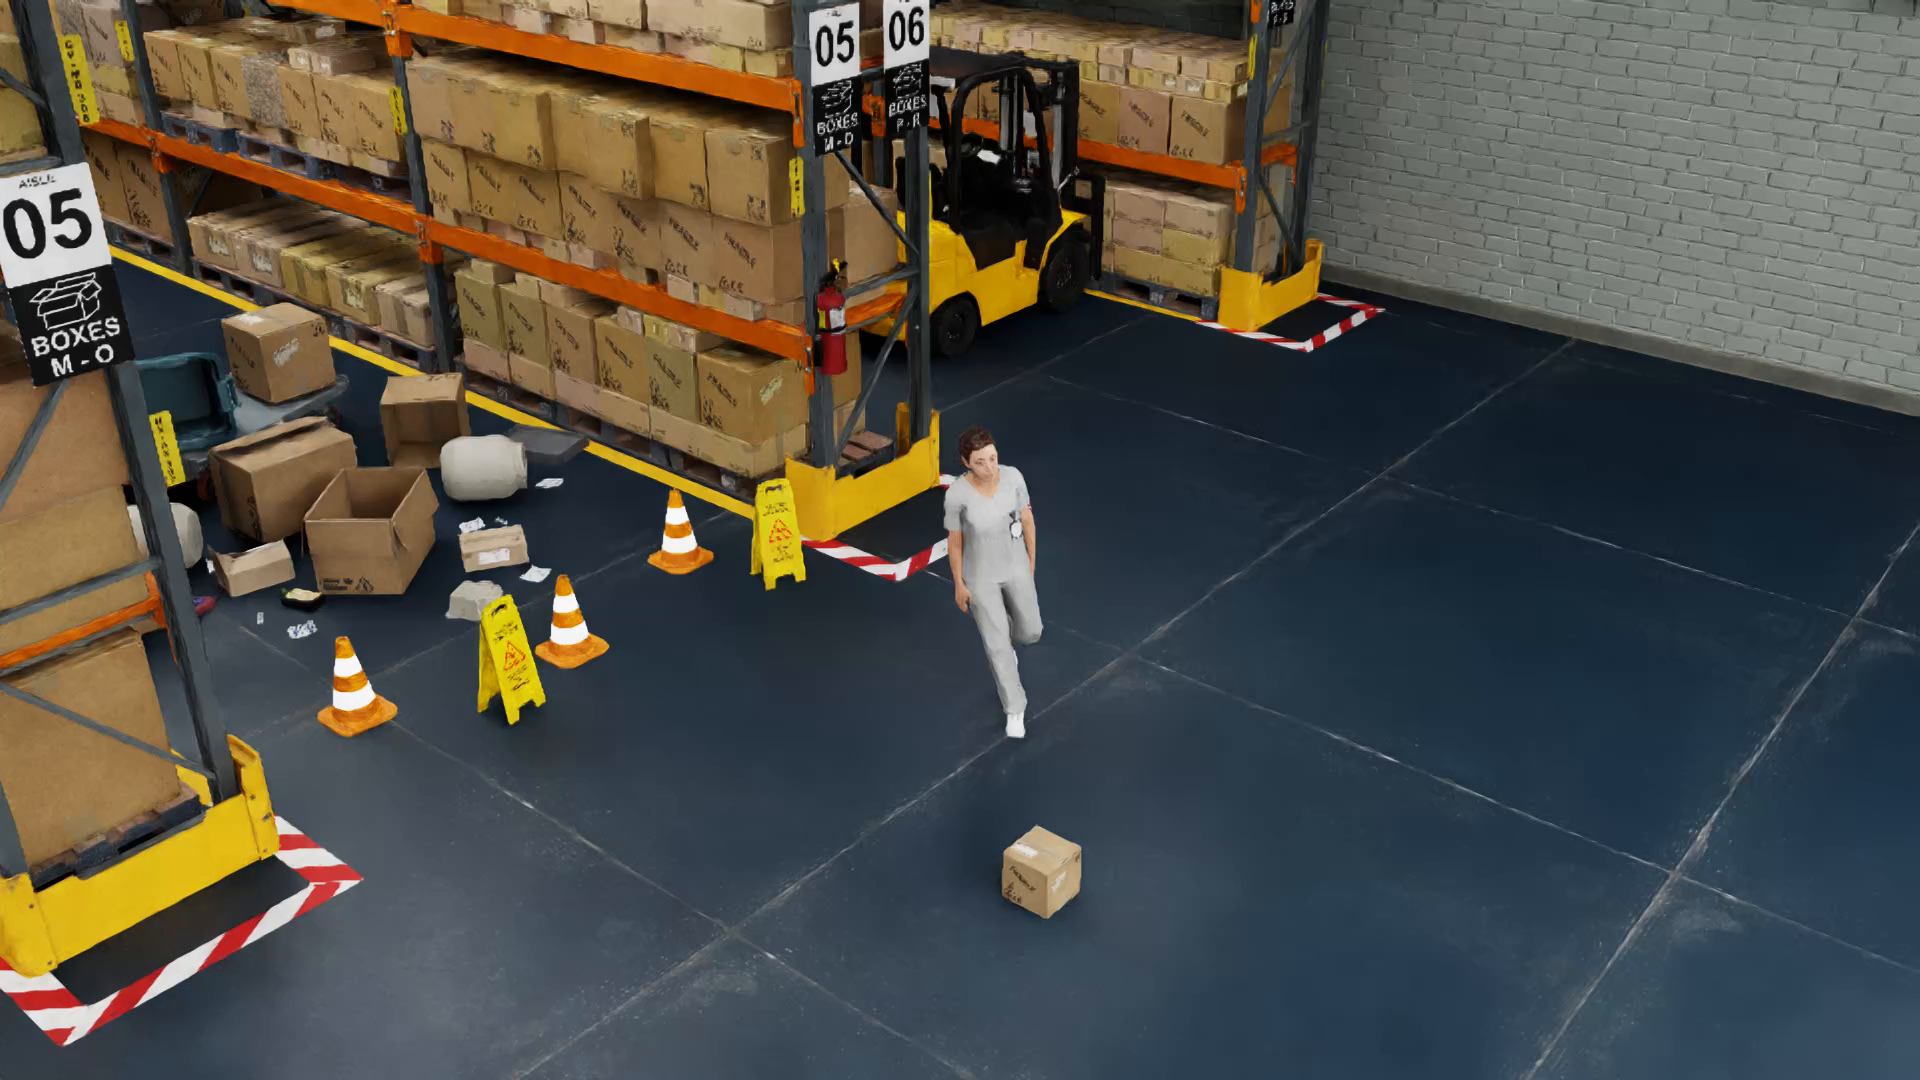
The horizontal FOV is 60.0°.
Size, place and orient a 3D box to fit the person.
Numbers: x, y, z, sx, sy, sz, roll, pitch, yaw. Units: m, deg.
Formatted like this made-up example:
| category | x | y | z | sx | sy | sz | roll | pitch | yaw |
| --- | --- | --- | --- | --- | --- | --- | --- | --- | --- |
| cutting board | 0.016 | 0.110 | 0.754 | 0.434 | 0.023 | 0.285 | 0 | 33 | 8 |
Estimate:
| category | x | y | z | sx | sy | sz | roll | pitch | yaw |
| --- | --- | --- | --- | --- | --- | --- | --- | --- | --- |
| person | 0.149 | 0.140 | 8.354 | 0.506 | 1.644 | 0.750 | -7 | 28 | -14 |
